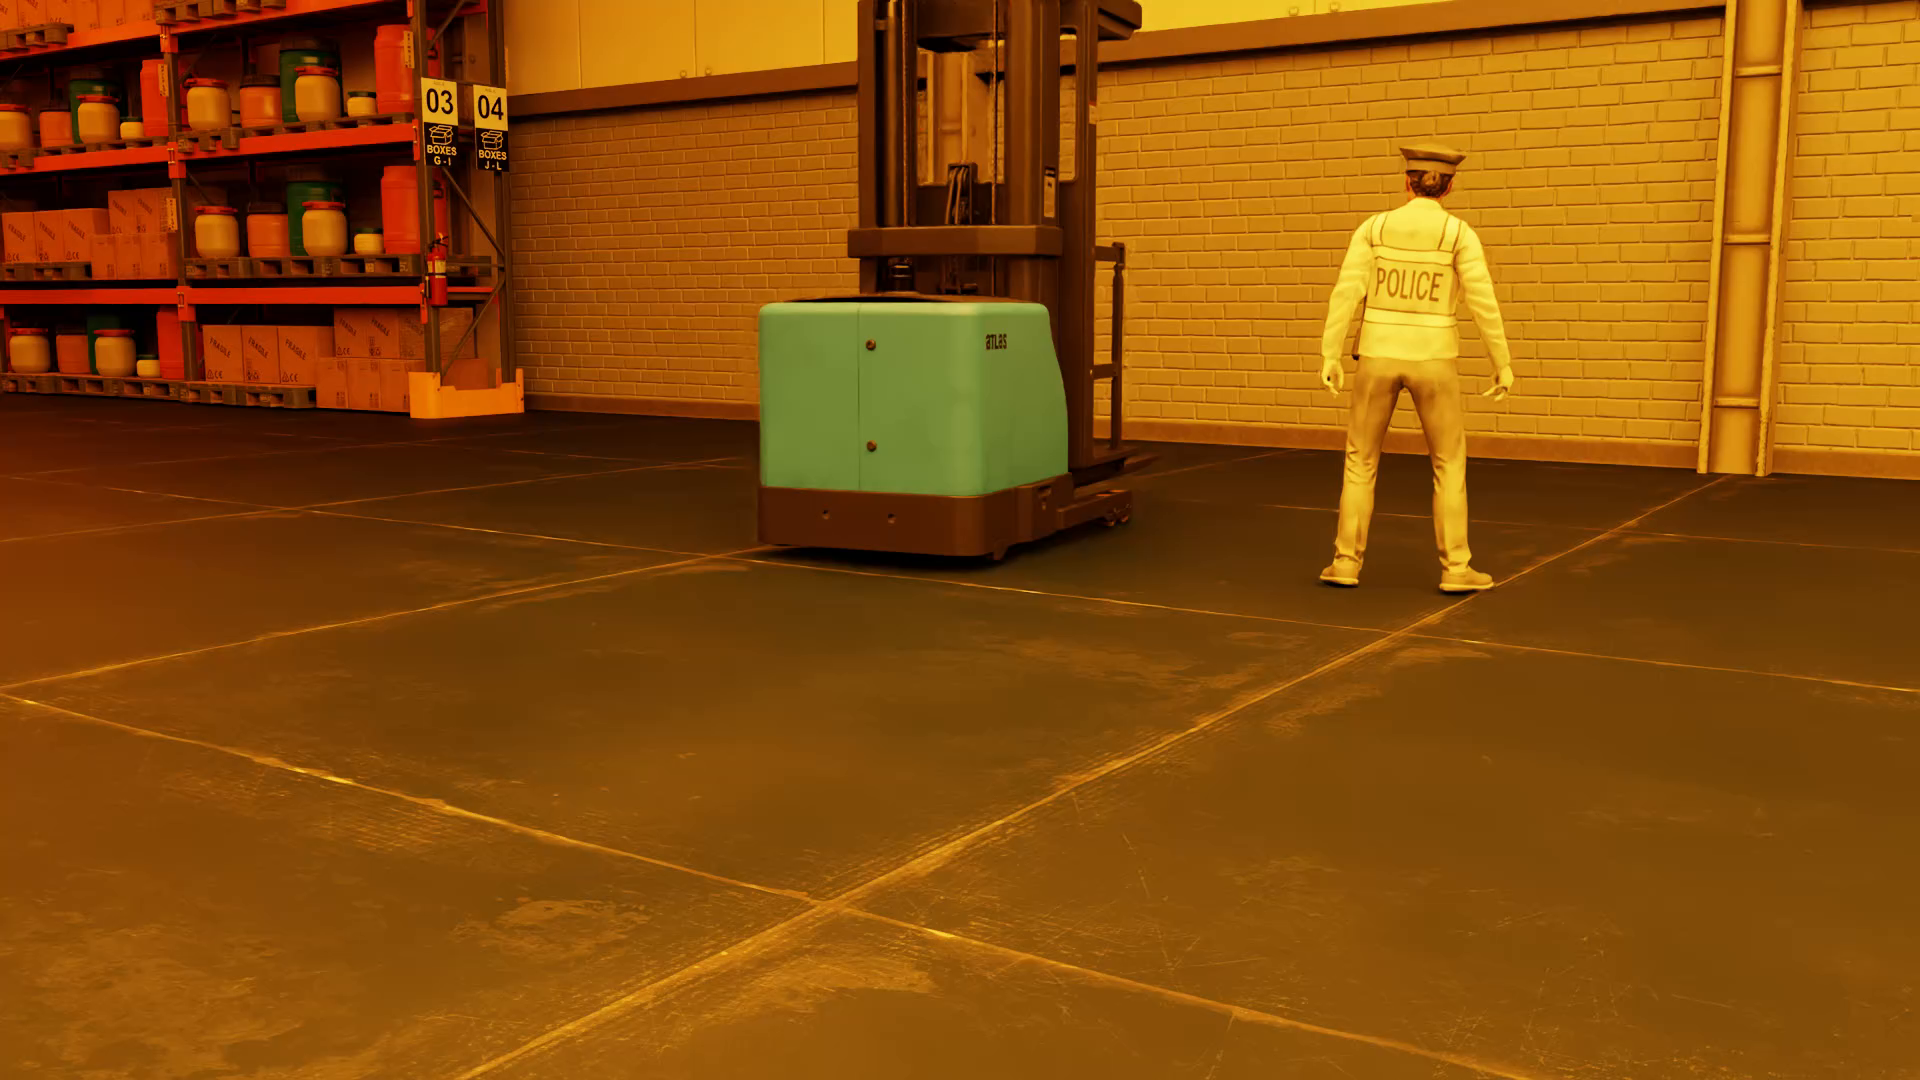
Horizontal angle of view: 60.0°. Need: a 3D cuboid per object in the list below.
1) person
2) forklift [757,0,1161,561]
[{"bbox_3d":[1.701,-0.632,6.214,0.687,1.665,0.350,3,9,23],"label":"person"},{"bbox_3d":[0.207,-1.534,7.977,1.130,2.935,3.031,4,9,24],"label":"forklift"}]
